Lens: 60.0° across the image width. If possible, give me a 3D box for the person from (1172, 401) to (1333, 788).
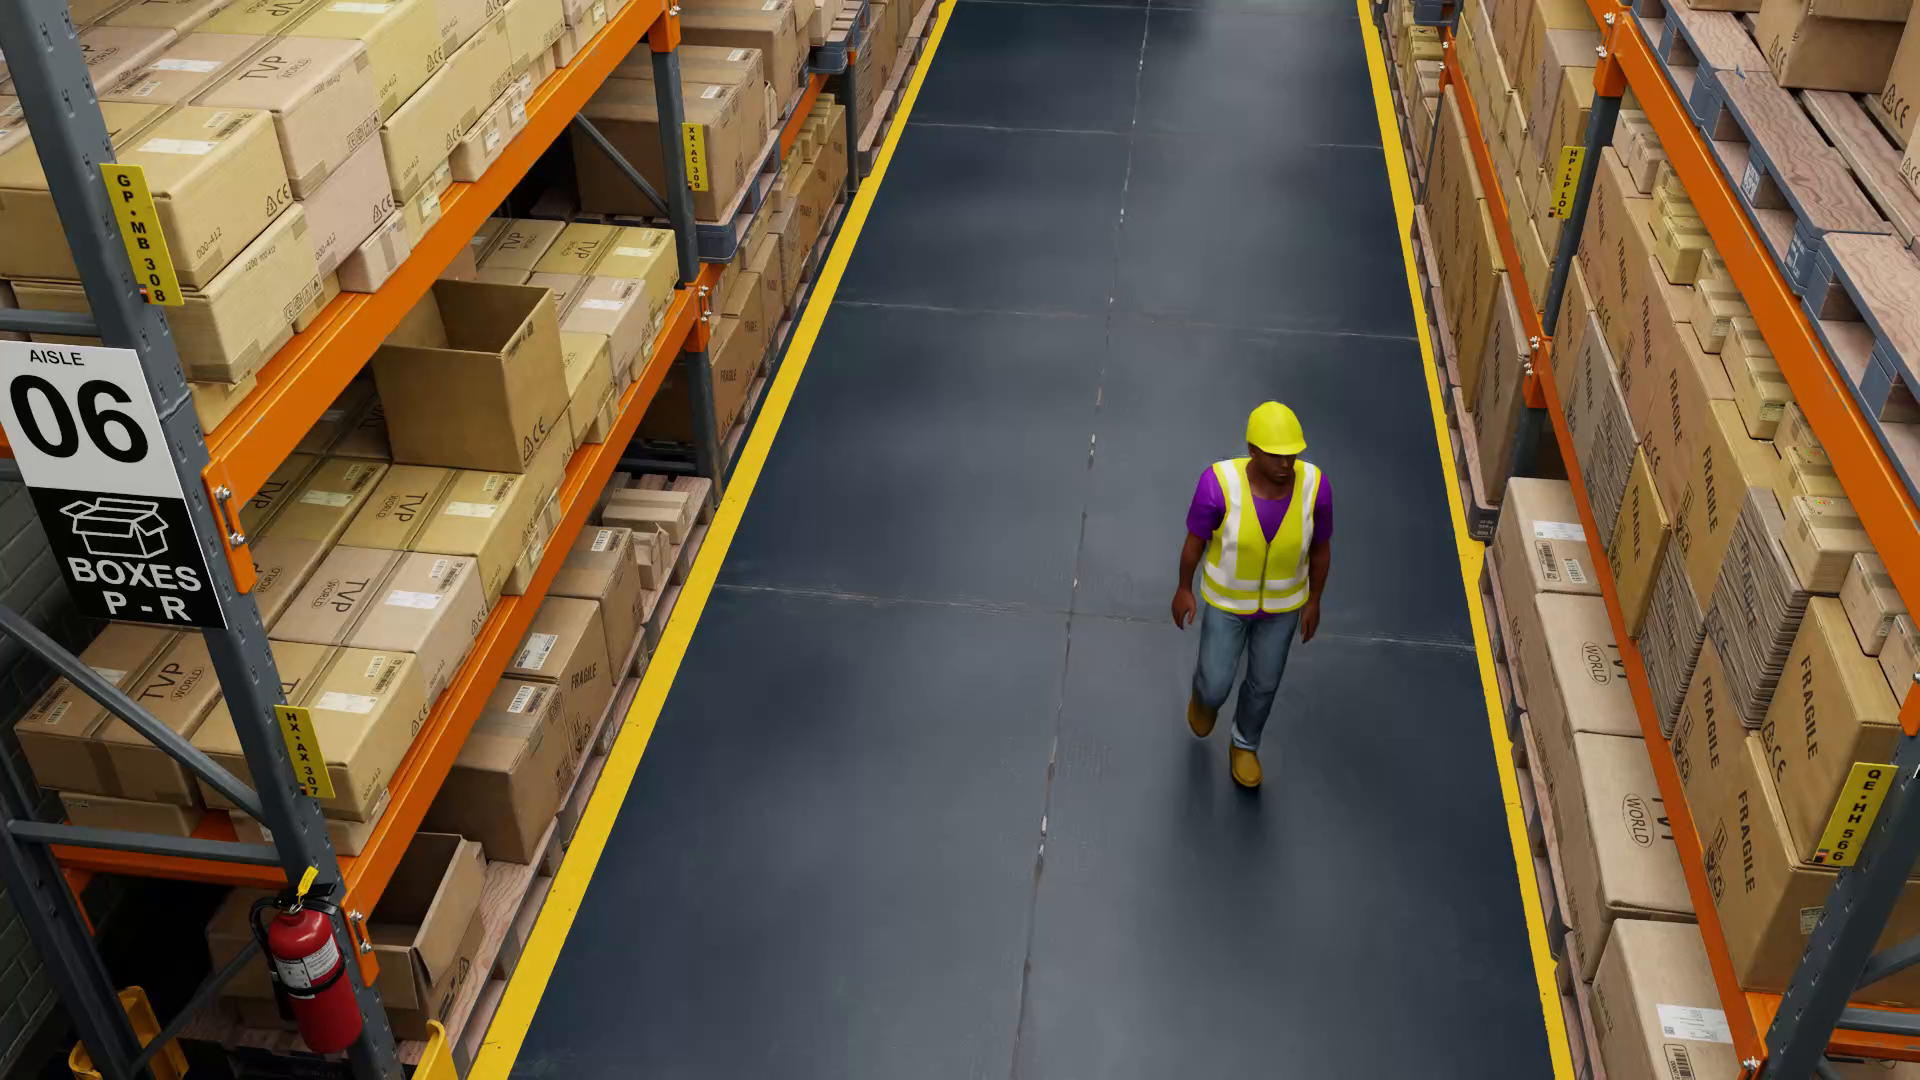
[{"bbox_3d":[1.163,0.213,6.681,0.603,1.759,0.516,-1,36,-1],"label":"person"}]
